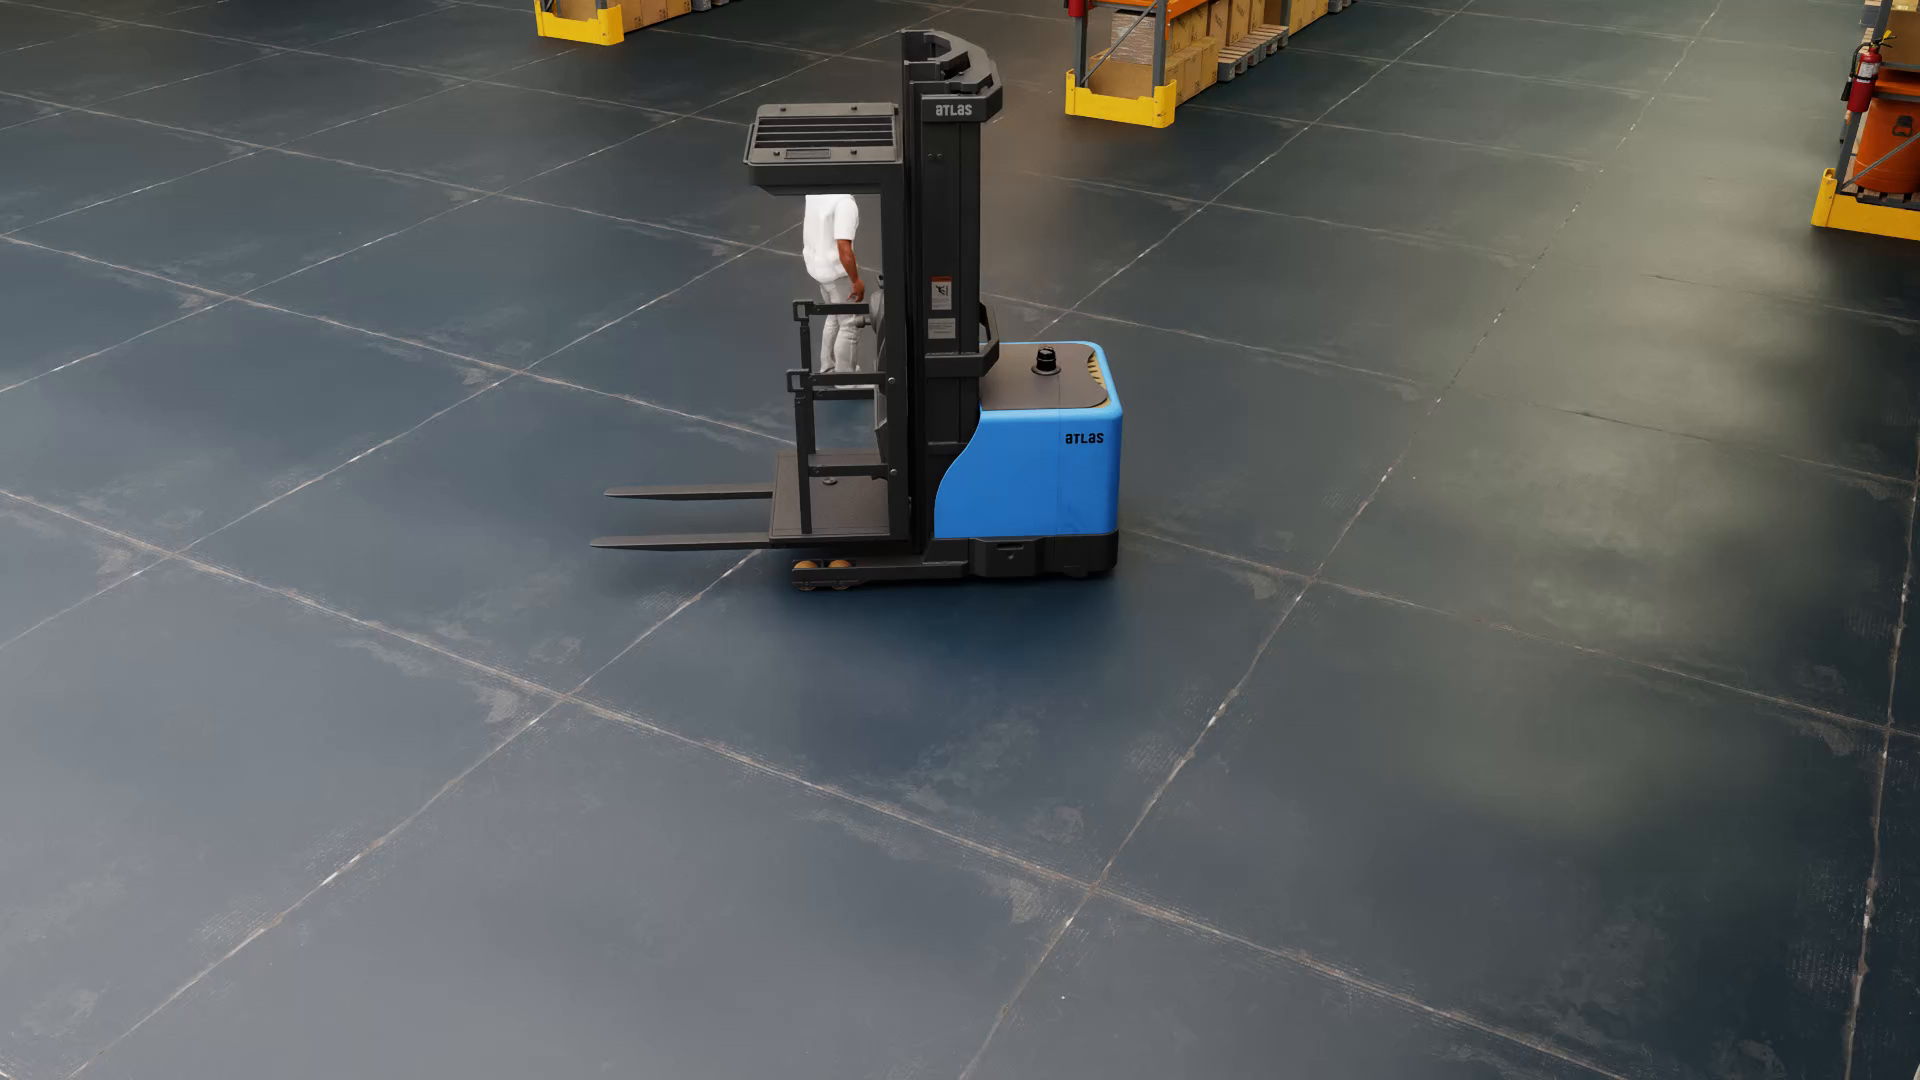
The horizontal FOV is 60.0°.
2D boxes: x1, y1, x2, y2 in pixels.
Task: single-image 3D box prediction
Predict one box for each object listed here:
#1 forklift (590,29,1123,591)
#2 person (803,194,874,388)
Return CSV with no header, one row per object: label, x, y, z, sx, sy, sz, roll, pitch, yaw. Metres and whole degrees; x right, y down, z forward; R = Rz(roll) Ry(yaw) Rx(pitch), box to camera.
forklift,-0.624,-1.253,9.241,3.031,2.935,1.130,-2,30,-3
person,-0.830,-1.878,11.500,0.460,1.759,0.629,-13,32,-21
